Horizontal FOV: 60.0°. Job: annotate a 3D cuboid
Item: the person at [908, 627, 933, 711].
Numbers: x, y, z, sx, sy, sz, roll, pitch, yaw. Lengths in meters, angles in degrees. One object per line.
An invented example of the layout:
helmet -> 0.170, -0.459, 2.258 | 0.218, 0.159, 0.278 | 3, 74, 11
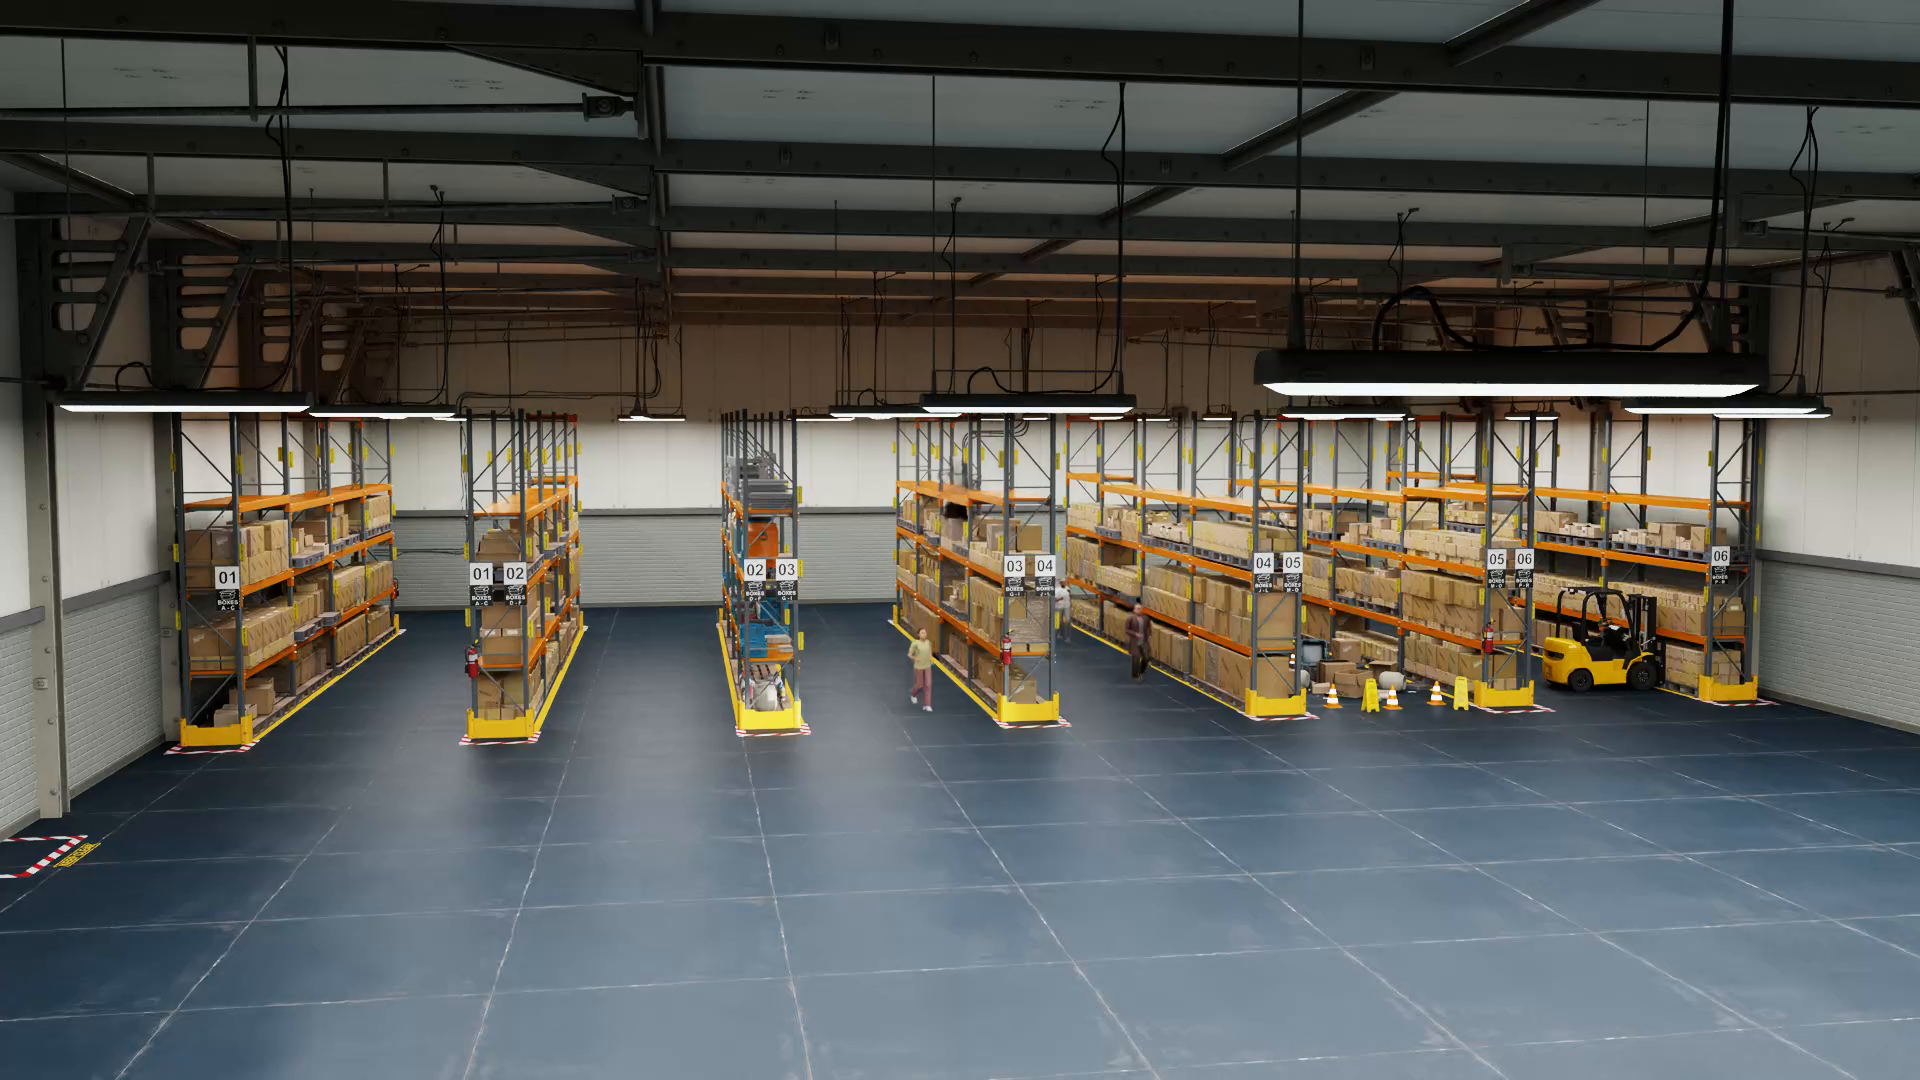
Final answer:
person -> -0.758, 2.558, 33.251 | 0.590, 1.643, 0.880 | -2, 4, -26

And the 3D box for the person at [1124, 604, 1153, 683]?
person -> 3.959, 2.289, 36.642 | 0.690, 1.742, 0.670 | -1, 4, -12

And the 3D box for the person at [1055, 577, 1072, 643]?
person -> 2.714, 1.829, 43.770 | 0.562, 1.754, 0.735 | -1, 4, -10

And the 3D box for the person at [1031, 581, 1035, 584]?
person -> 1.969, 1.564, 47.367 | 0.735, 1.727, 0.569 | 1, 4, 7
